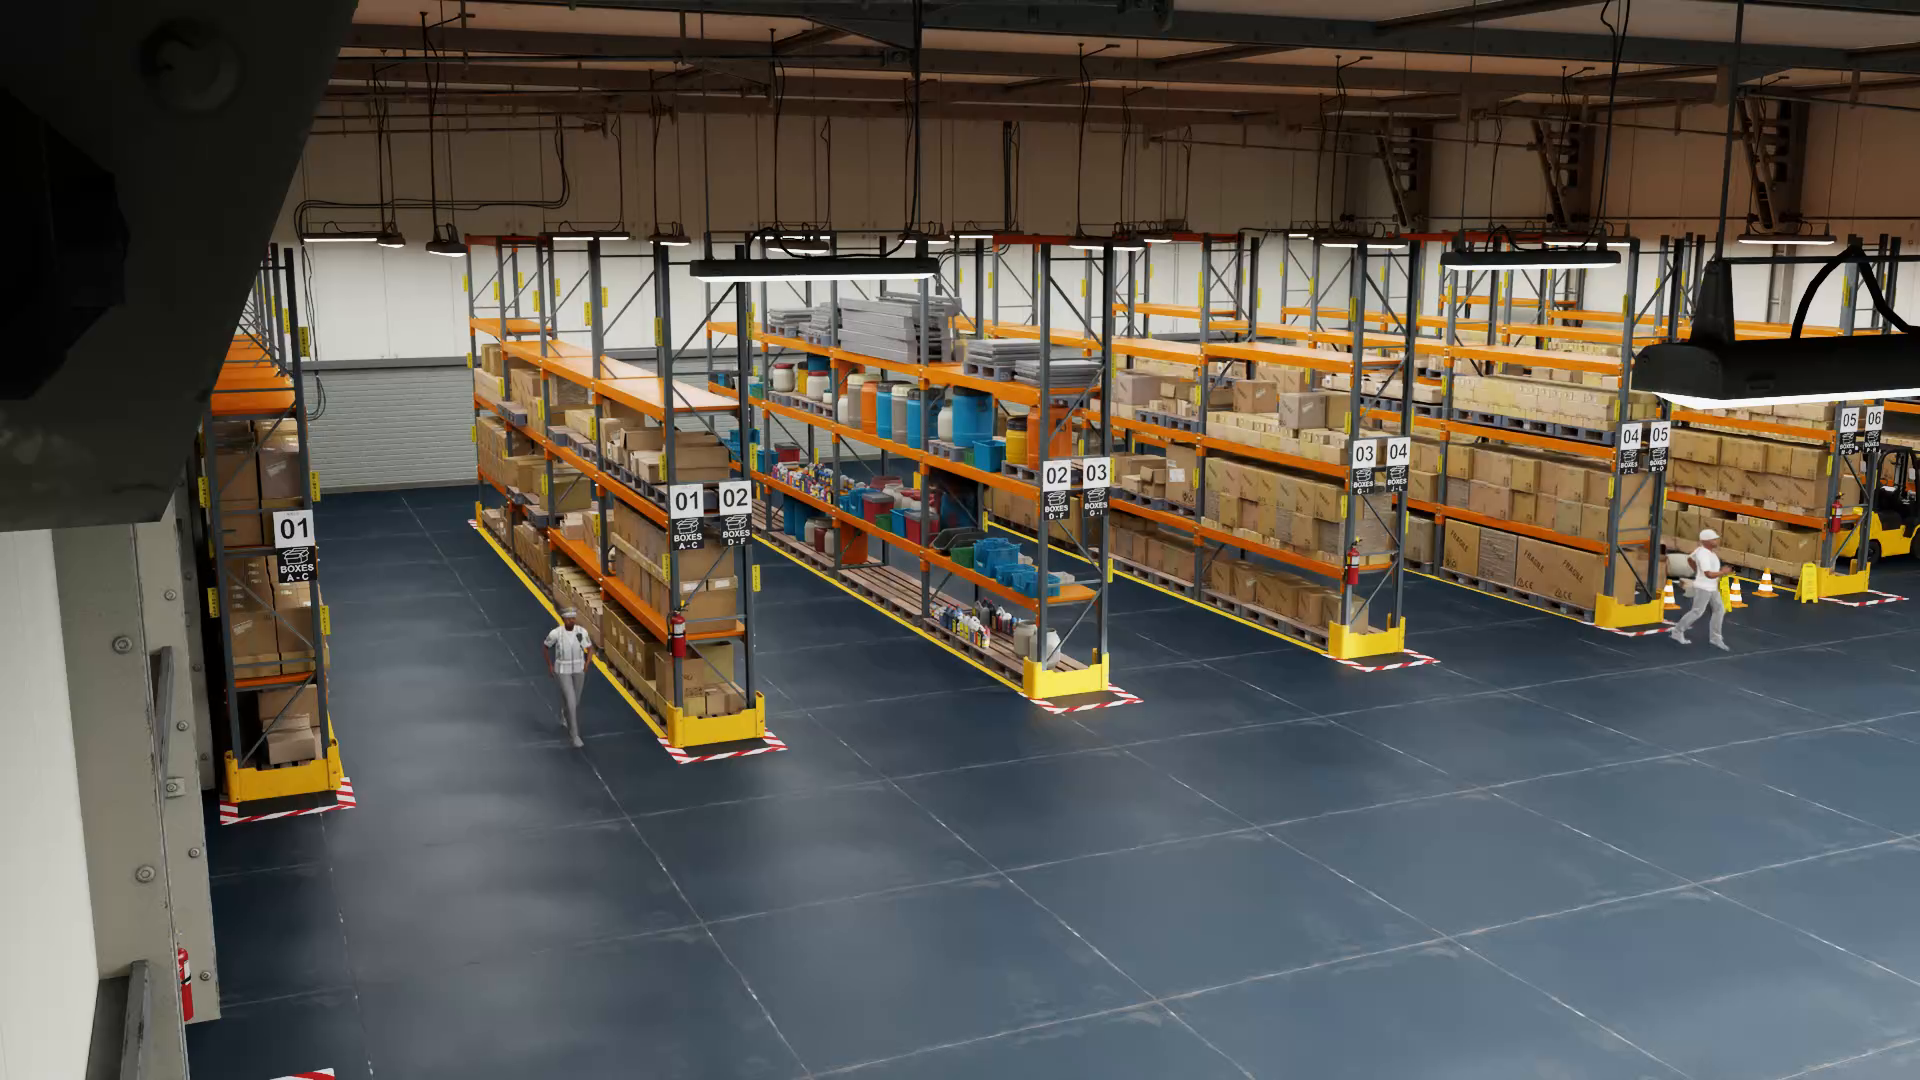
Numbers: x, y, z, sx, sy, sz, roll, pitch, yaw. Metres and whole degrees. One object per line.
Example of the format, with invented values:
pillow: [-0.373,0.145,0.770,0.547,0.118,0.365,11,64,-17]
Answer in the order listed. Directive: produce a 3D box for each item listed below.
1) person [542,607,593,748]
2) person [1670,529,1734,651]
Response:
person: [-4.794,1.629,20.394,0.577,1.723,0.861,-6,13,-29]
person: [11.031,0.736,24.632,0.817,1.814,0.675,7,13,31]
